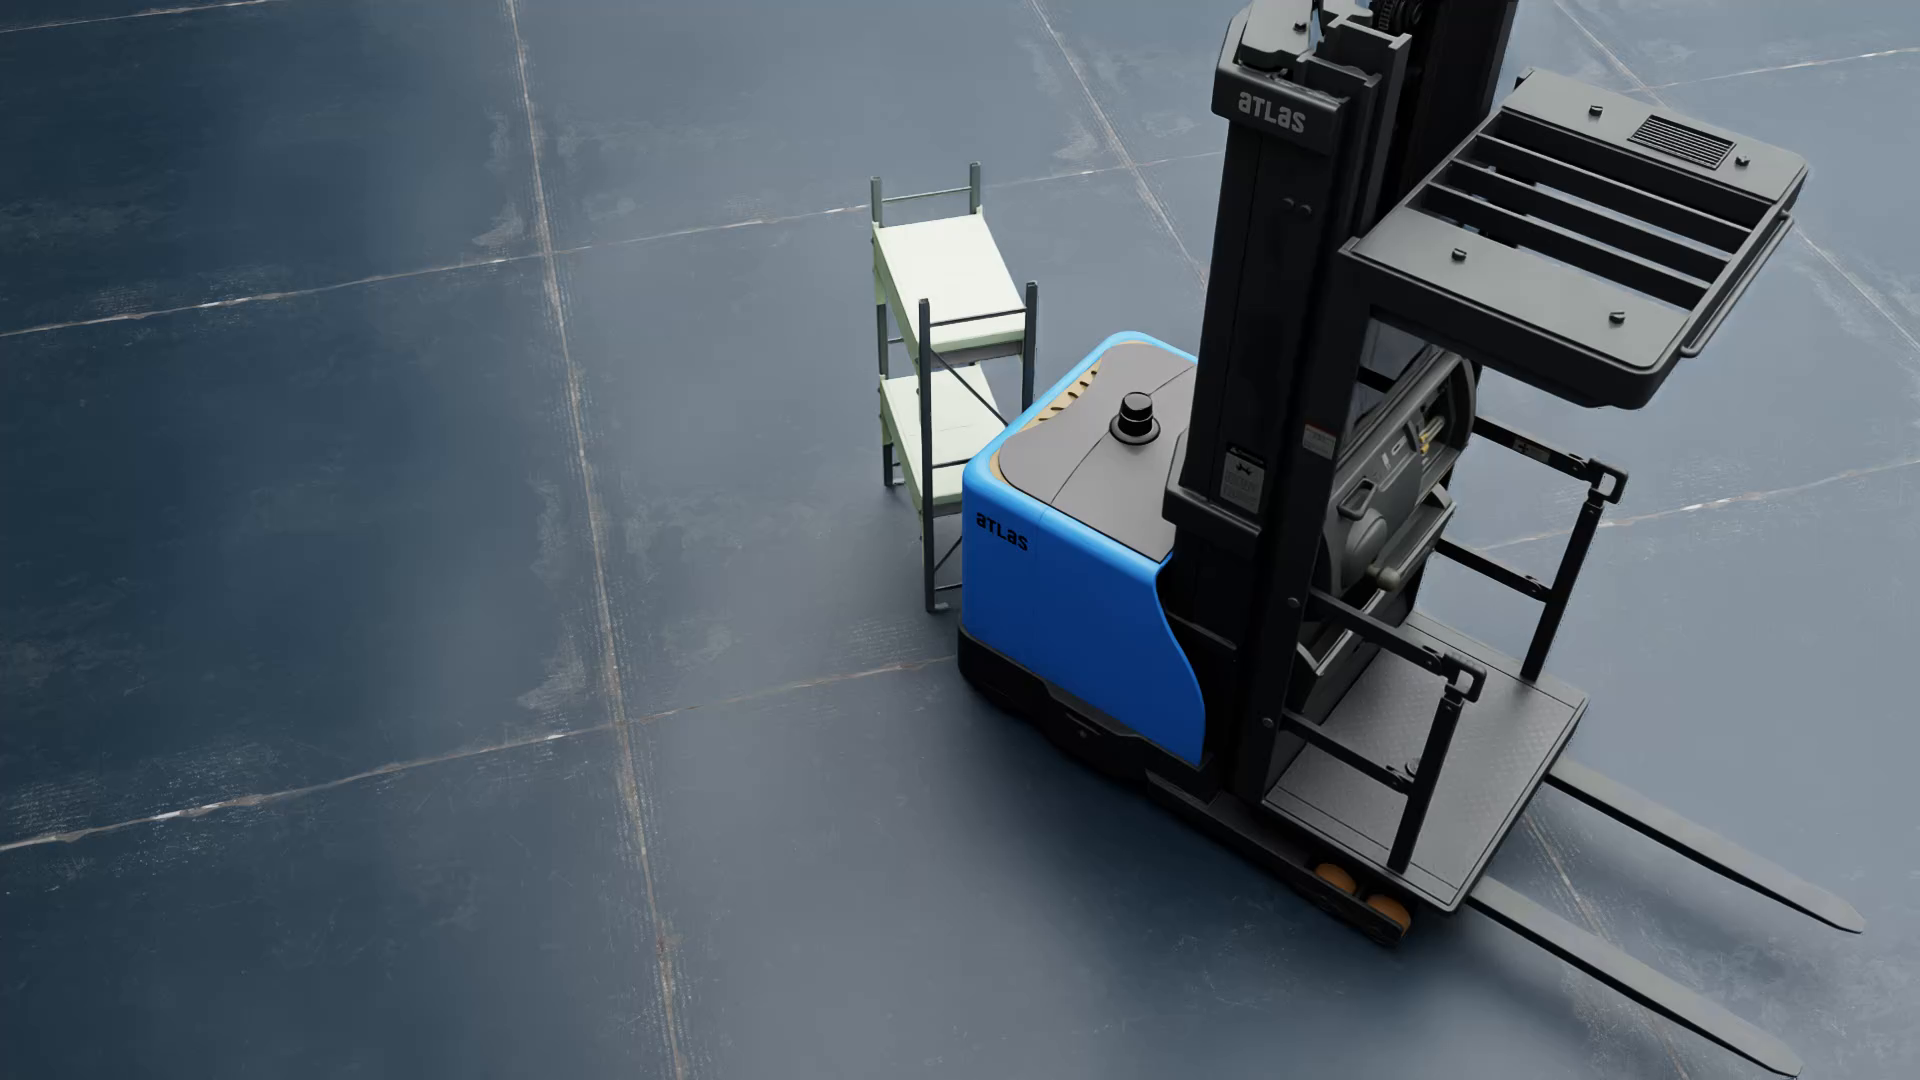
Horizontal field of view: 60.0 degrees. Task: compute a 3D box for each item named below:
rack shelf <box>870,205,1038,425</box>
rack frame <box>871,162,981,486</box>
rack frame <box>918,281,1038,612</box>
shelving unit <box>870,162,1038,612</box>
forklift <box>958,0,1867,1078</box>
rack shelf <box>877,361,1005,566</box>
[{"bbox_3d":[-0.031,-0.814,5.951,0.431,0.370,0.720,-10,46,-10],"label":"rack shelf"},{"bbox_3d":[-0.122,-0.794,6.478,0.400,1.500,0.023,-10,46,-10],"label":"rack frame"},{"bbox_3d":[0.060,-0.288,5.982,0.400,1.500,0.023,-10,46,-10],"label":"rack frame"},{"bbox_3d":[-0.031,-0.541,6.230,0.431,1.500,0.755,-10,46,-10],"label":"shelving unit"},{"bbox_3d":[1.468,-0.139,4.834,3.031,2.935,1.130,29,52,25],"label":"forklift"},{"bbox_3d":[-0.031,-0.313,6.463,0.431,0.370,0.720,-10,46,-10],"label":"rack shelf"}]
